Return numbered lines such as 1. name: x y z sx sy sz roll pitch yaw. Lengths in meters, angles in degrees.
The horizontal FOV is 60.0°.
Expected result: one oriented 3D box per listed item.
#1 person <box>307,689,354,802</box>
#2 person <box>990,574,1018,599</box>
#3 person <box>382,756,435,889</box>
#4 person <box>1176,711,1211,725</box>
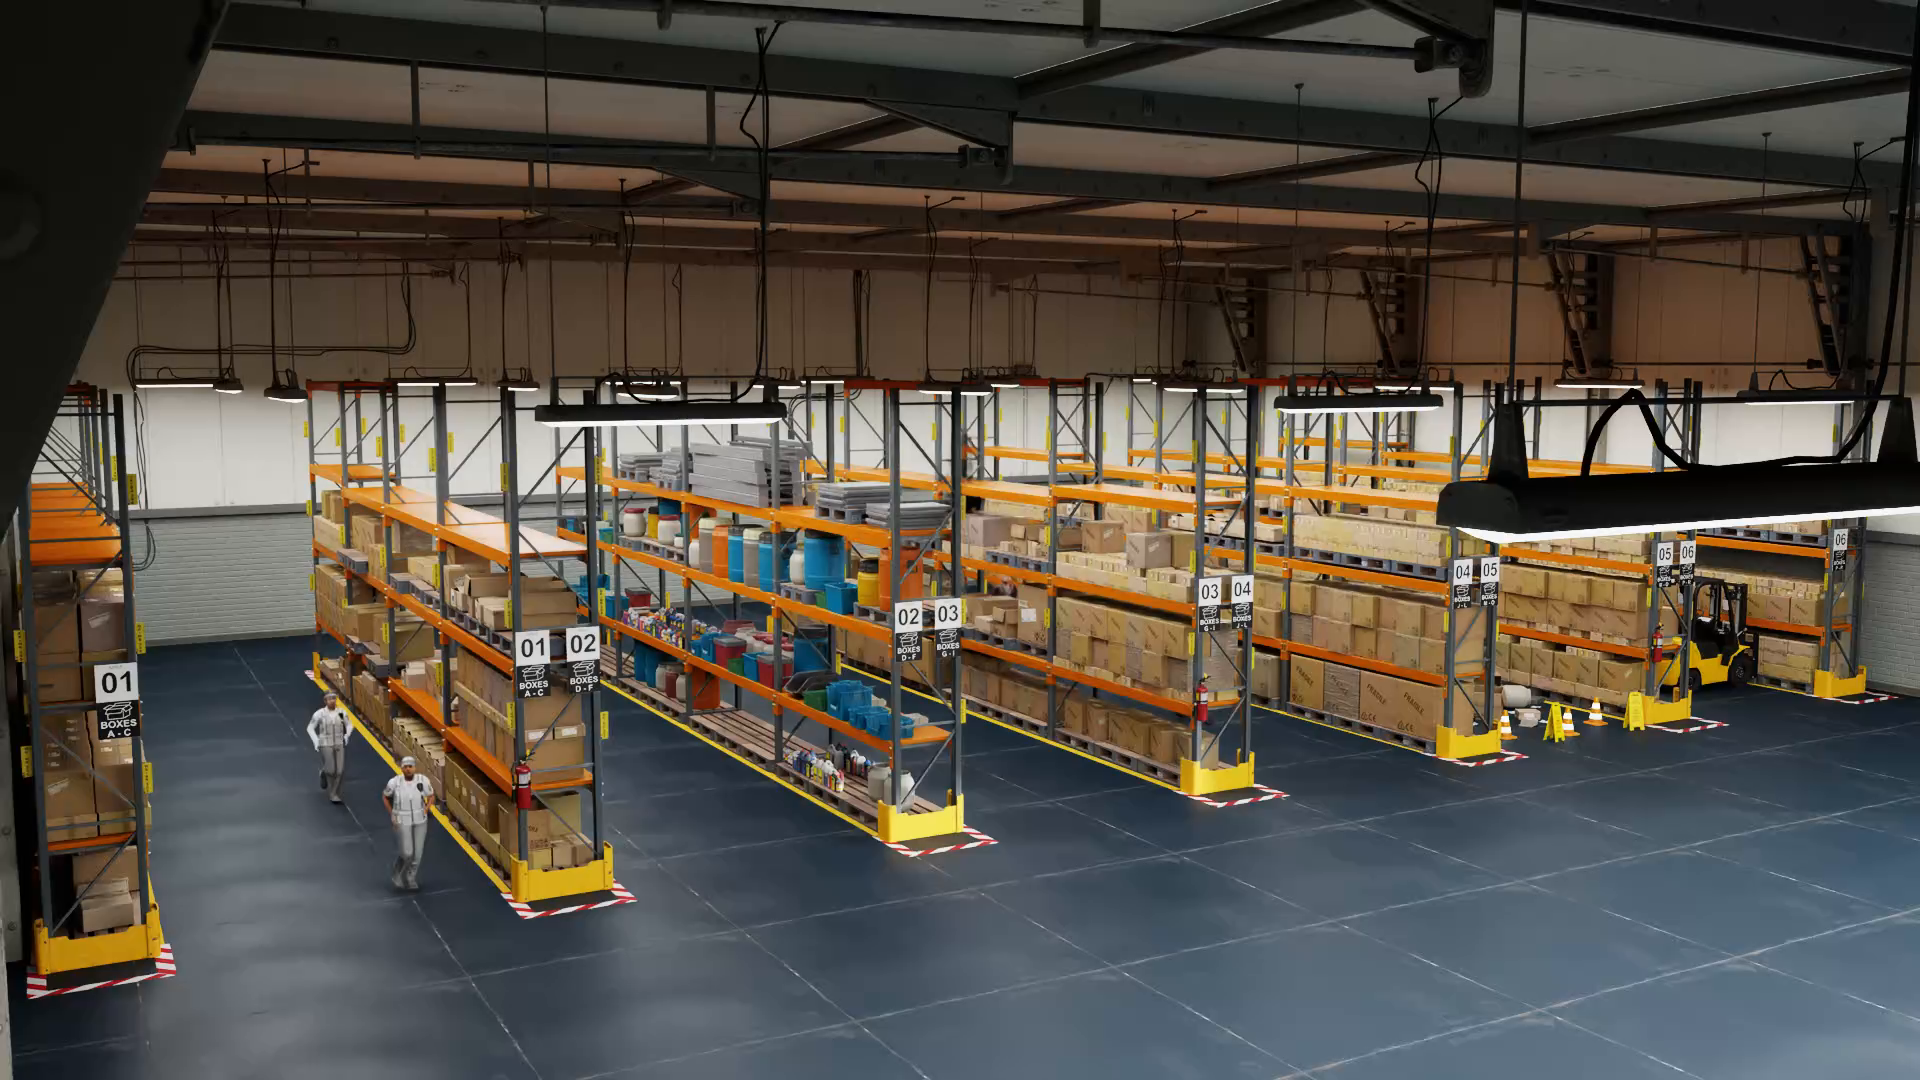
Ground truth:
1. person: -9.083 2.961 24.081 0.629 1.644 0.543 -4 7 -34
2. person: 0.997 1.621 36.590 0.706 1.686 0.761 -3 7 -23
3. person: -6.573 3.399 19.941 0.588 1.634 0.559 -3 7 -29
4. person: 4.141 2.377 29.298 0.659 1.753 0.744 -4 7 -36
